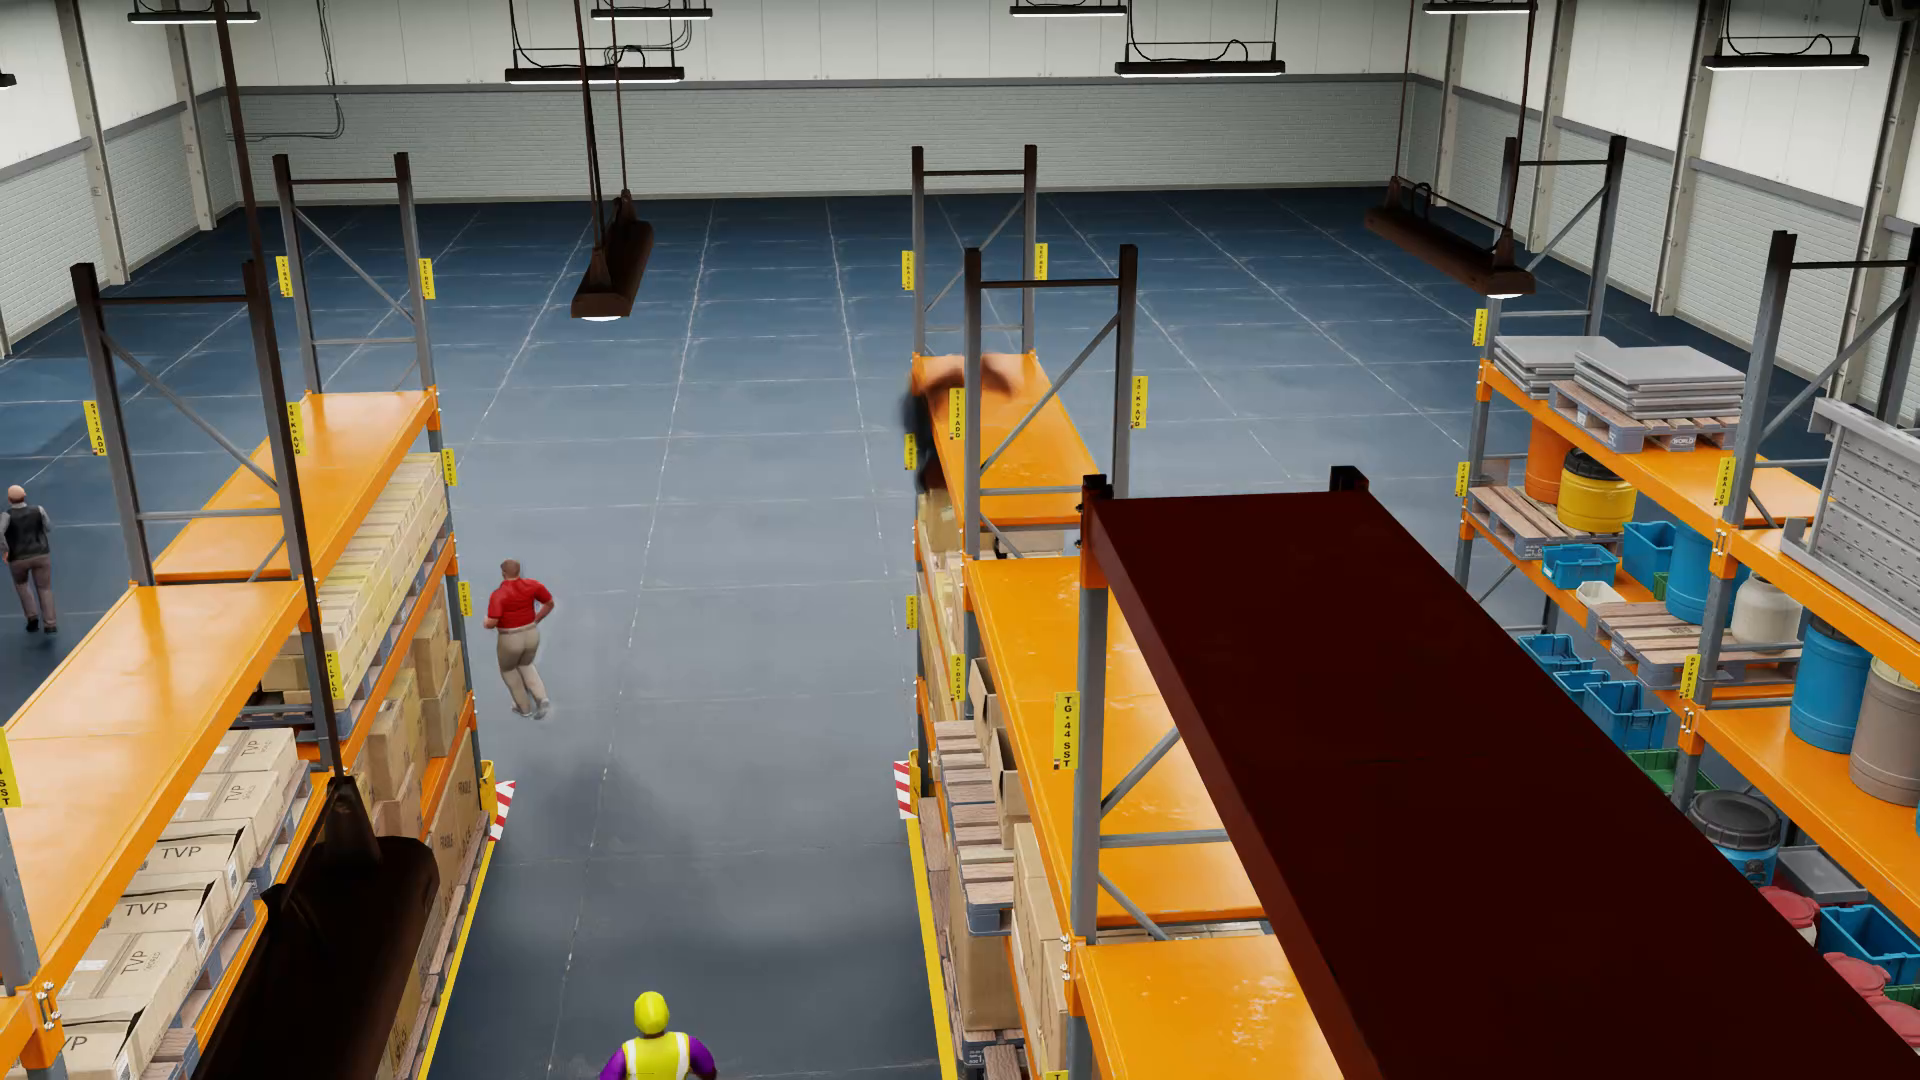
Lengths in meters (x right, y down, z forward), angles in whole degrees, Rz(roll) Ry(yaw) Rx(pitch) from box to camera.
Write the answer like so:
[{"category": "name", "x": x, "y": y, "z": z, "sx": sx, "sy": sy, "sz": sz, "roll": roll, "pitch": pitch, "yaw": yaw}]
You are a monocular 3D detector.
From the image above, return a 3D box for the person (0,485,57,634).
[{"category": "person", "x": -10.441, "y": 0.265, "z": 18.675, "sx": 0.625, "sy": 1.791, "sz": 0.830, "roll": -15, "pitch": 26, "yaw": -33}]

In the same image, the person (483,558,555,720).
[{"category": "person", "x": -4.325, "y": 0.971, "z": 16.246, "sx": 0.687, "sy": 1.733, "sz": 0.582, "roll": -20, "pitch": 29, "yaw": -41}]

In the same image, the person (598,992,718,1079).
[{"category": "person", "x": -1.893, "y": 3.537, "z": 10.348, "sx": 0.770, "sy": 1.721, "sz": 0.526, "roll": -7, "pitch": 23, "yaw": -17}]
